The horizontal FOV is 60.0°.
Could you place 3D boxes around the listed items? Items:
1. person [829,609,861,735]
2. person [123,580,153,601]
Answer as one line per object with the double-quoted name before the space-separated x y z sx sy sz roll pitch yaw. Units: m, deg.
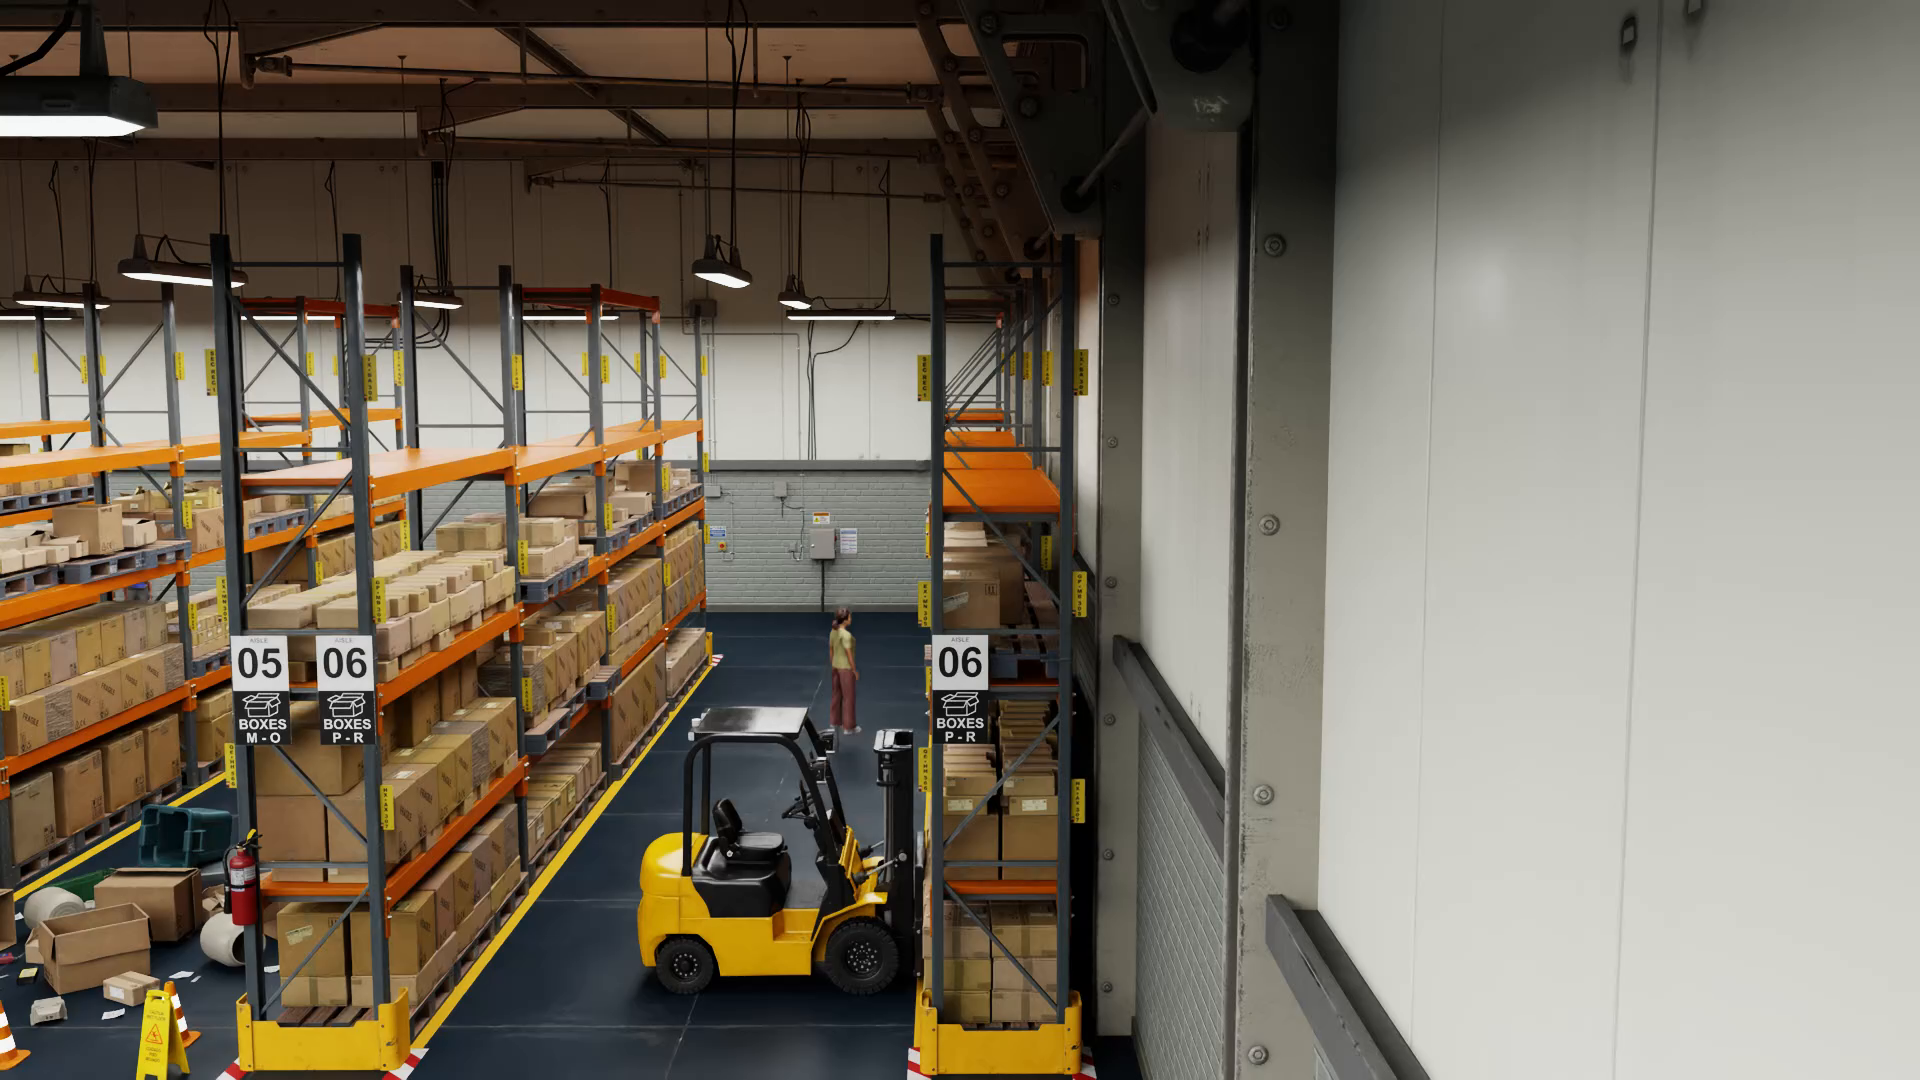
"person" -1.549 1.747 22.143 0.388 1.694 0.507 -5 8 -37
"person" -14.939 1.022 30.220 0.492 1.671 0.407 -2 7 -21
